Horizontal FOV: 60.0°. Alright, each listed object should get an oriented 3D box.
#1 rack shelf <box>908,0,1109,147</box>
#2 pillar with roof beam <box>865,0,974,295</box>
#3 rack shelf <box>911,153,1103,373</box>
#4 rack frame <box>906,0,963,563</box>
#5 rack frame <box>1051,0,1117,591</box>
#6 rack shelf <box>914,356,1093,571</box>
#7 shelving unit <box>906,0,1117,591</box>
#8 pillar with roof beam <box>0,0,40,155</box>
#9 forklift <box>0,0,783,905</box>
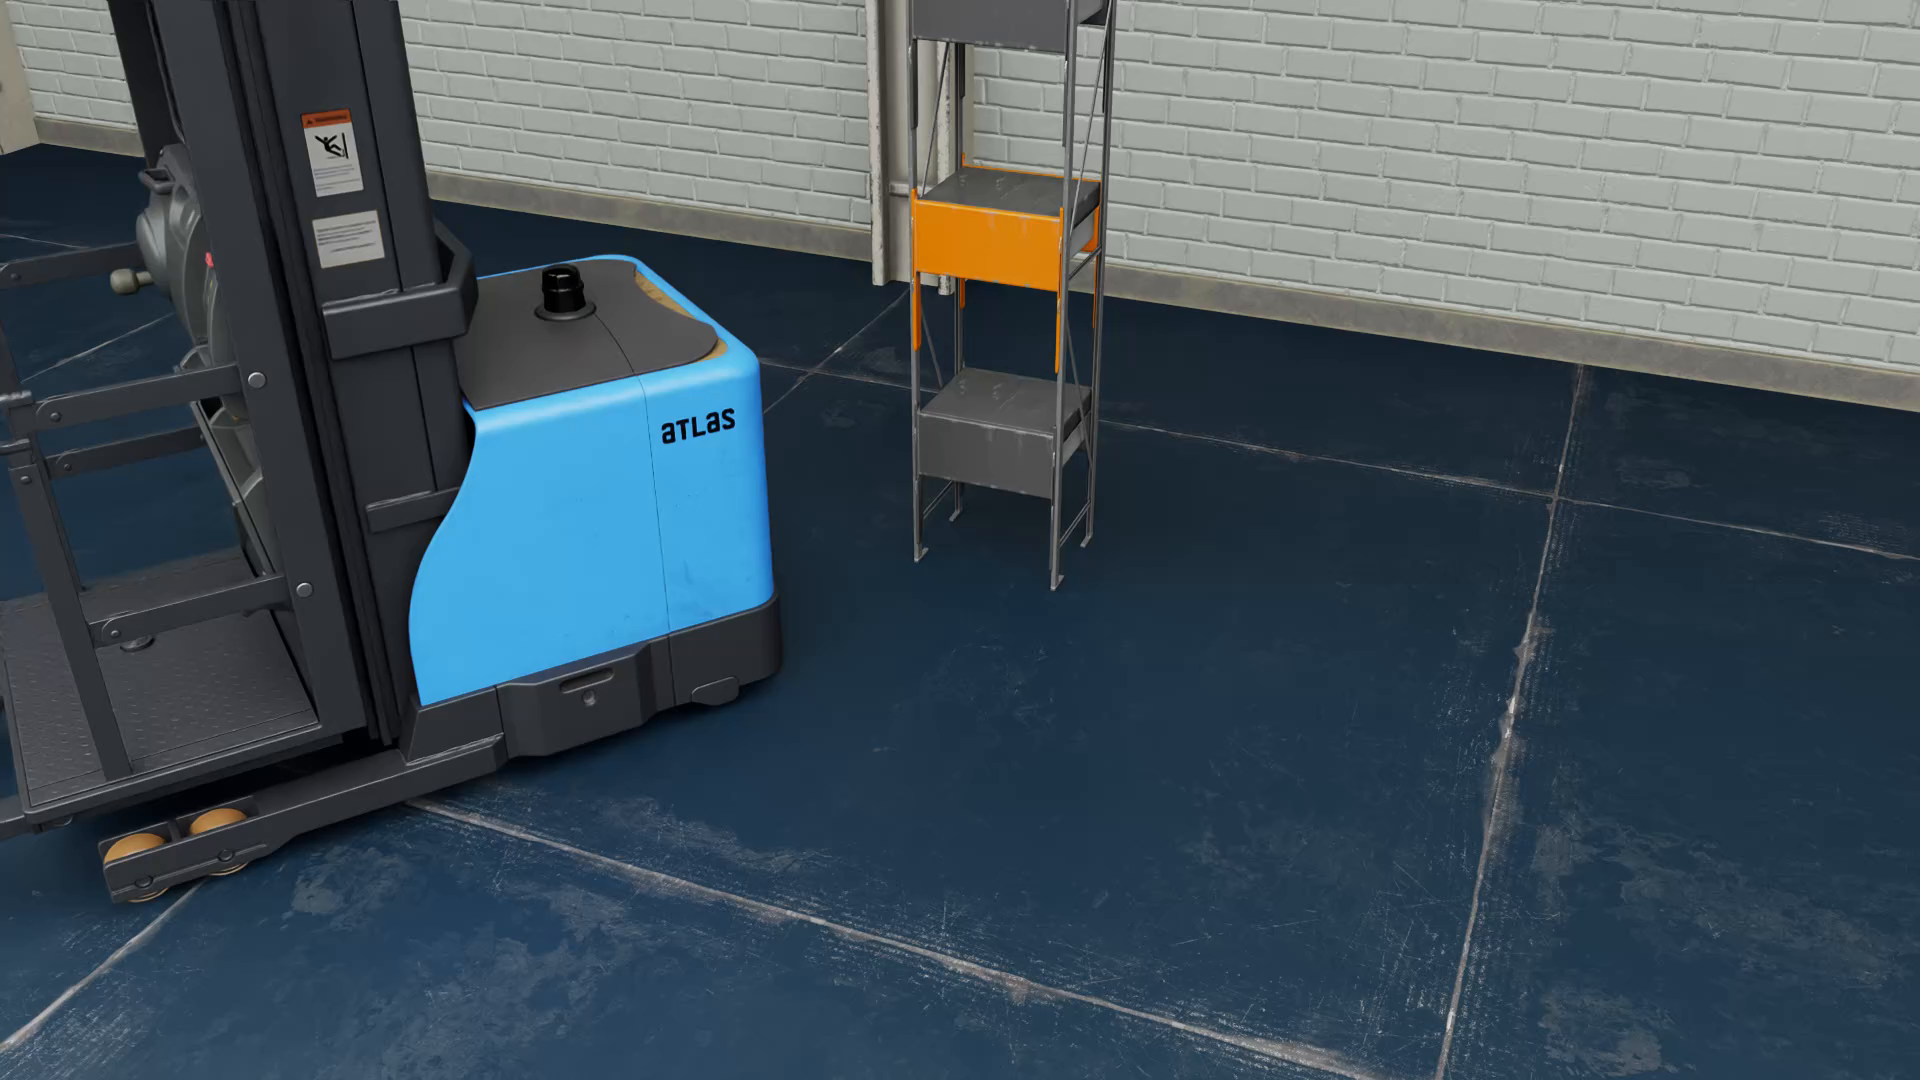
[{"bbox_3d":[0.153,-1.481,4.841,0.480,0.518,0.431,11,31,19],"label":"rack shelf"},{"bbox_3d":[-1.795,-3.204,2.274,0.400,9.000,9.100,11,31,19],"label":"pillar with roof beam"},{"bbox_3d":[0.153,-0.872,5.186,0.480,0.518,0.431,11,31,19],"label":"rack shelf"},{"bbox_3d":[-0.073,-0.929,5.259,0.015,2.100,0.400,11,31,19],"label":"rack frame"},{"bbox_3d":[0.379,-0.838,5.099,0.015,2.100,0.400,11,31,19],"label":"rack frame"},{"bbox_3d":[0.153,-0.262,5.530,0.480,0.518,0.431,11,31,19],"label":"rack shelf"},{"bbox_3d":[0.153,-0.883,5.179,0.503,2.100,0.431,11,31,19],"label":"shelving unit"},{"bbox_3d":[-7.355,-4.314,4.238,0.400,9.000,9.100,11,31,19],"label":"pillar with roof beam"},{"bbox_3d":[-2.058,-0.671,3.958,3.031,2.935,1.130,-16,33,-27],"label":"forklift"}]
